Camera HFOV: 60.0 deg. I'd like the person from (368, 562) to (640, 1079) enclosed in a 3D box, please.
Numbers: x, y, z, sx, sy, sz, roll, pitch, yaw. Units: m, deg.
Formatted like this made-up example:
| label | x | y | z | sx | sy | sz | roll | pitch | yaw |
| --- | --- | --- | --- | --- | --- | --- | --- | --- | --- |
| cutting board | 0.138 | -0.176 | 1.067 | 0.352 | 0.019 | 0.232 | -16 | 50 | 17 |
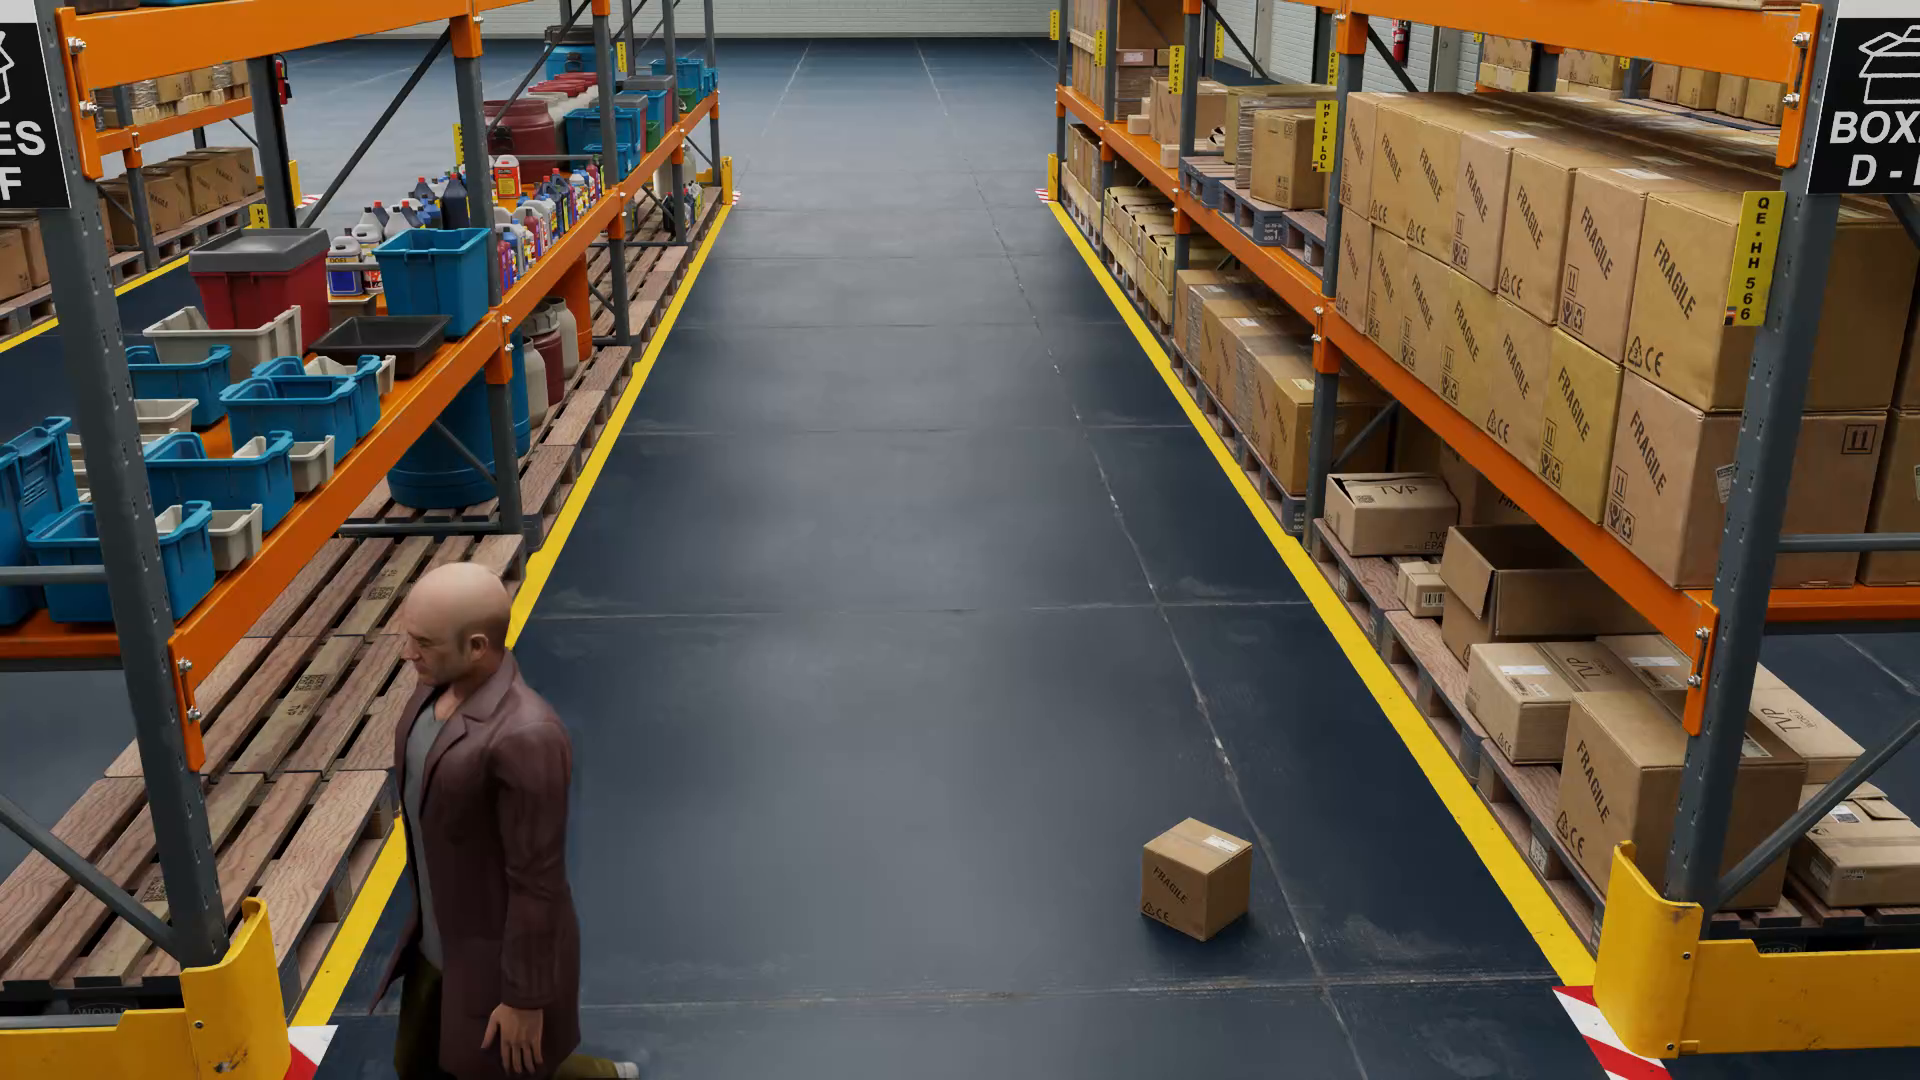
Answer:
| label | x | y | z | sx | sy | sz | roll | pitch | yaw |
| --- | --- | --- | --- | --- | --- | --- | --- | --- | --- |
| person | -0.983 | 0.862 | 3.672 | 0.620 | 1.769 | 0.632 | -16 | 26 | -38 |
